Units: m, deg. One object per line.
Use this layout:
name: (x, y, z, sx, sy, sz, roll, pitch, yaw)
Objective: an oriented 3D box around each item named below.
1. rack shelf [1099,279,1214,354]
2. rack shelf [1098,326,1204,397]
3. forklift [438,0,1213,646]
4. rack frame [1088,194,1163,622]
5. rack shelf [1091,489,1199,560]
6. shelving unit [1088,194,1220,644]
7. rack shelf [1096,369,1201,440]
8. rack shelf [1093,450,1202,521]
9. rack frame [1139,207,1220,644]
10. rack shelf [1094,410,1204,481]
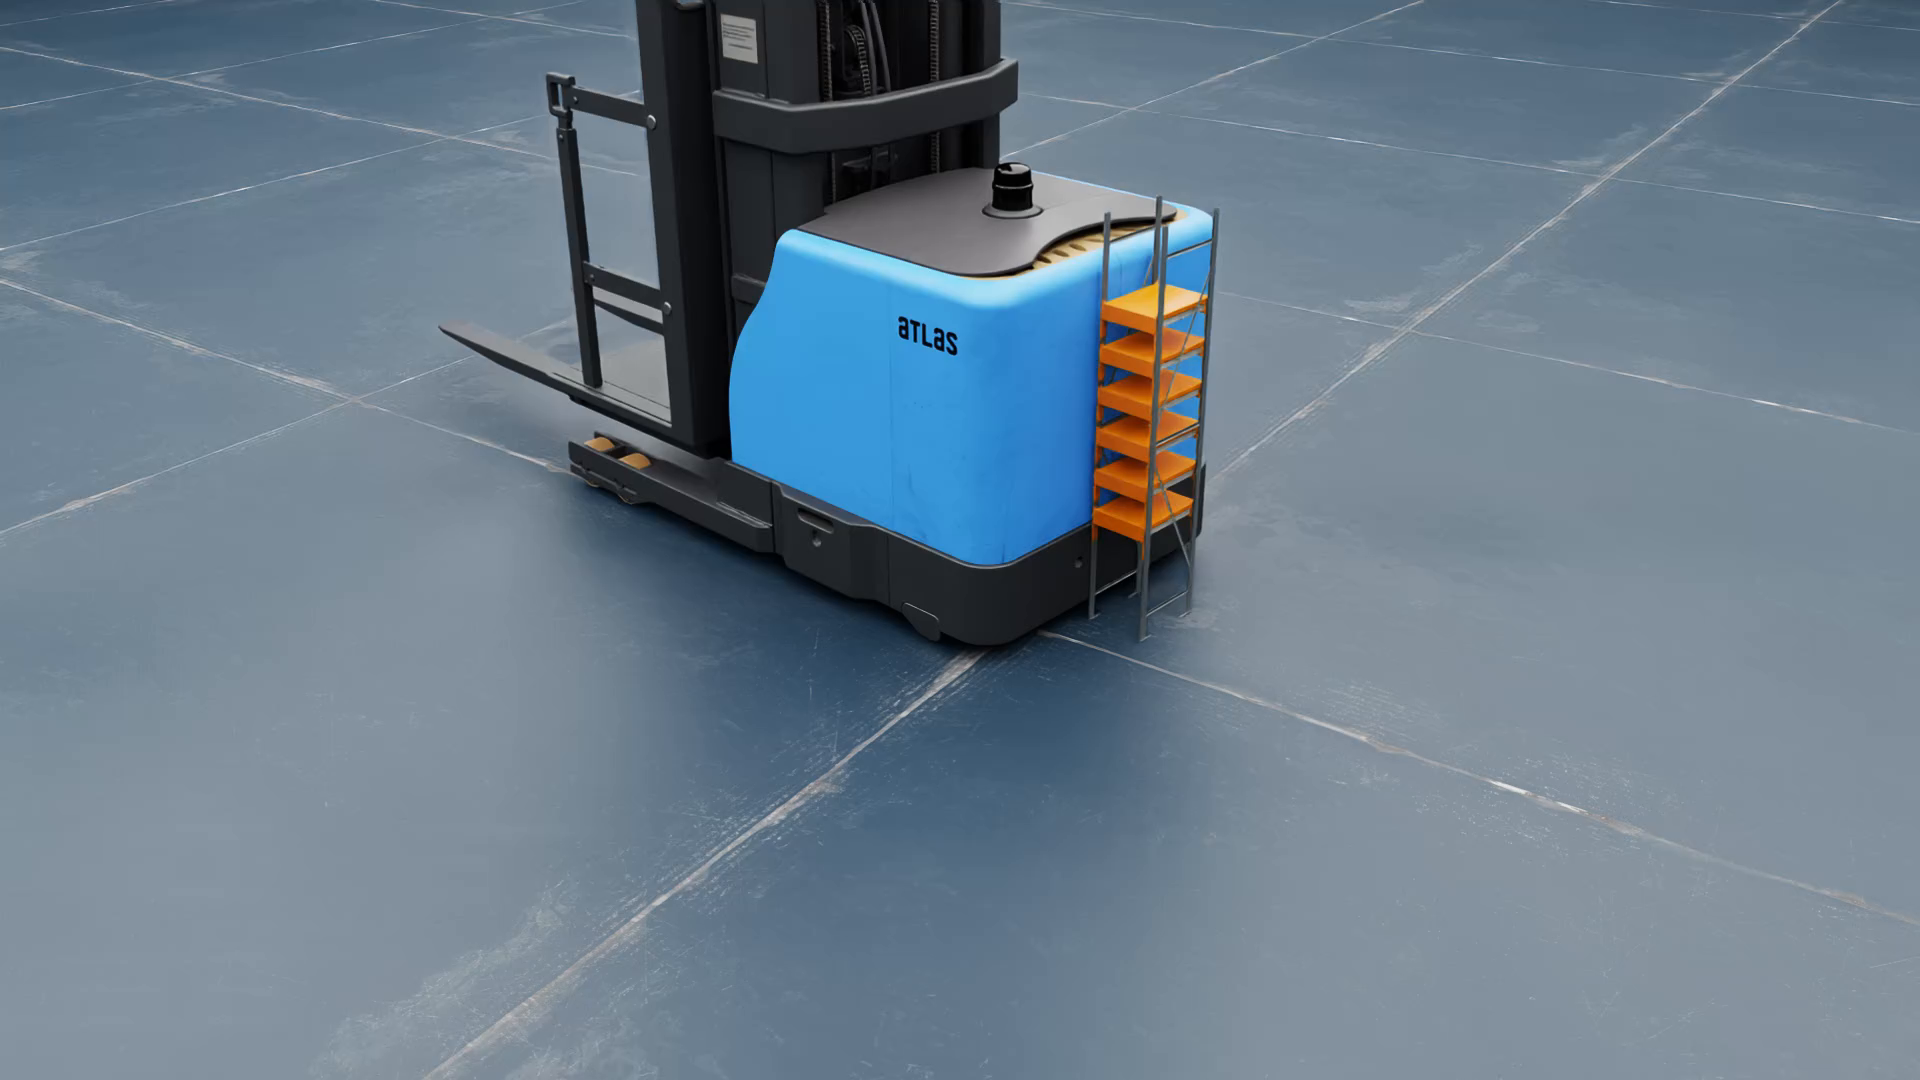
rack shelf: (0.520, -0.593, 4.397, 0.180, 0.103, 0.258, 23, 35, 37)
rack shelf: (0.520, -0.486, 4.451, 0.180, 0.103, 0.258, 23, 35, 37)
forklift: (-0.672, -1.576, 5.116, 3.031, 2.935, 1.130, 23, 35, 37)
rack frame: (0.453, -0.340, 4.595, 0.006, 1.200, 0.240, 23, 35, 37)
rack shelf: (0.520, -0.058, 4.669, 0.180, 0.103, 0.258, 23, 35, 37)
shelving unit: (0.520, -0.312, 4.540, 0.189, 1.200, 0.258, 23, 35, 37)
rack shelf: (0.520, -0.379, 4.505, 0.180, 0.103, 0.258, 23, 35, 37)
rack shelf: (0.520, -0.165, 4.614, 0.180, 0.103, 0.258, 23, 35, 37)
rack frame: (0.587, -0.283, 4.484, 0.006, 1.200, 0.240, 23, 35, 37)
rack shelf: (0.520, -0.272, 4.560, 0.180, 0.103, 0.258, 23, 35, 37)
